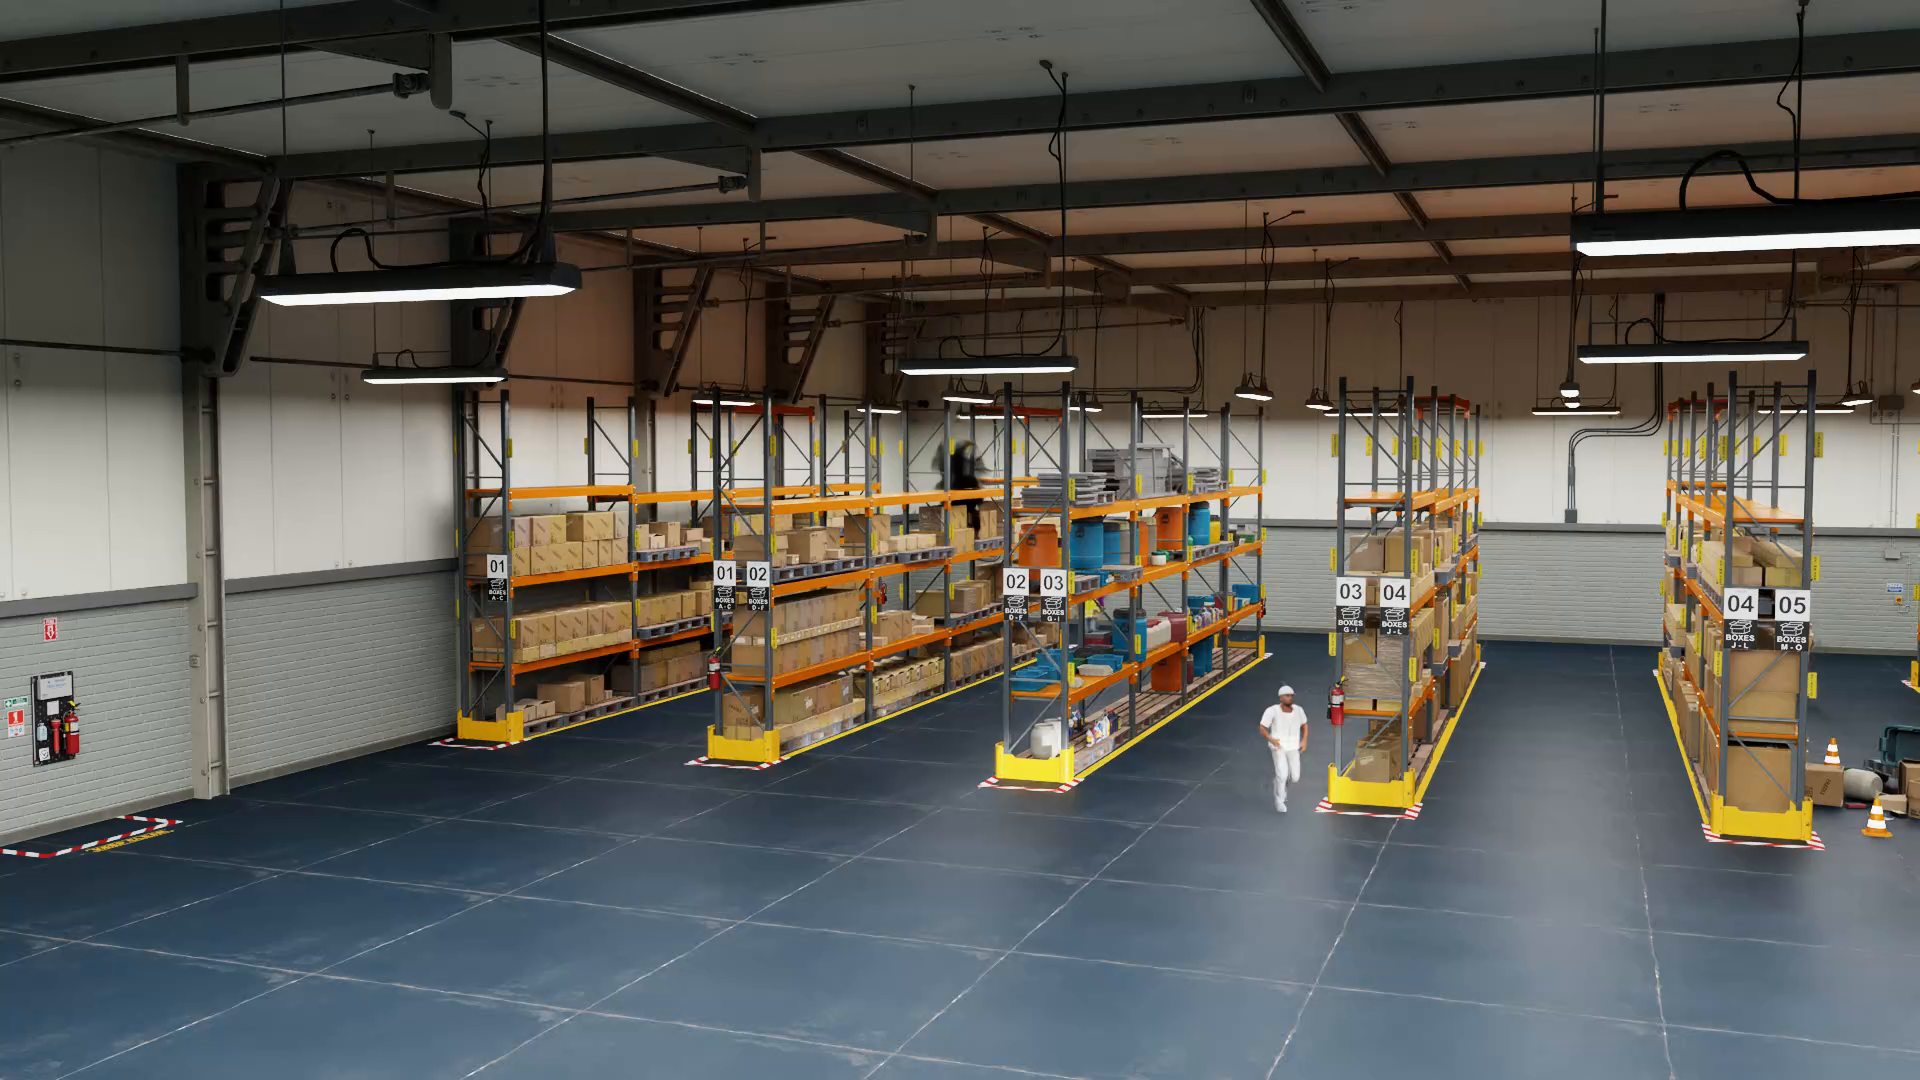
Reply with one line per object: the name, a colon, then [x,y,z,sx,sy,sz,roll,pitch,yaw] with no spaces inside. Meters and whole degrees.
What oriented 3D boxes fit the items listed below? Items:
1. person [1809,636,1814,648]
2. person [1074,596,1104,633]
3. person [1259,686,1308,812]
person: [16.889,2.342,33.574,0.588,1.619,0.793,1,3,16]
person: [2.925,1.773,37.723,0.690,1.738,0.596,0,3,5]
person: [4.511,2.881,23.096,0.752,1.732,0.617,-1,3,-13]
